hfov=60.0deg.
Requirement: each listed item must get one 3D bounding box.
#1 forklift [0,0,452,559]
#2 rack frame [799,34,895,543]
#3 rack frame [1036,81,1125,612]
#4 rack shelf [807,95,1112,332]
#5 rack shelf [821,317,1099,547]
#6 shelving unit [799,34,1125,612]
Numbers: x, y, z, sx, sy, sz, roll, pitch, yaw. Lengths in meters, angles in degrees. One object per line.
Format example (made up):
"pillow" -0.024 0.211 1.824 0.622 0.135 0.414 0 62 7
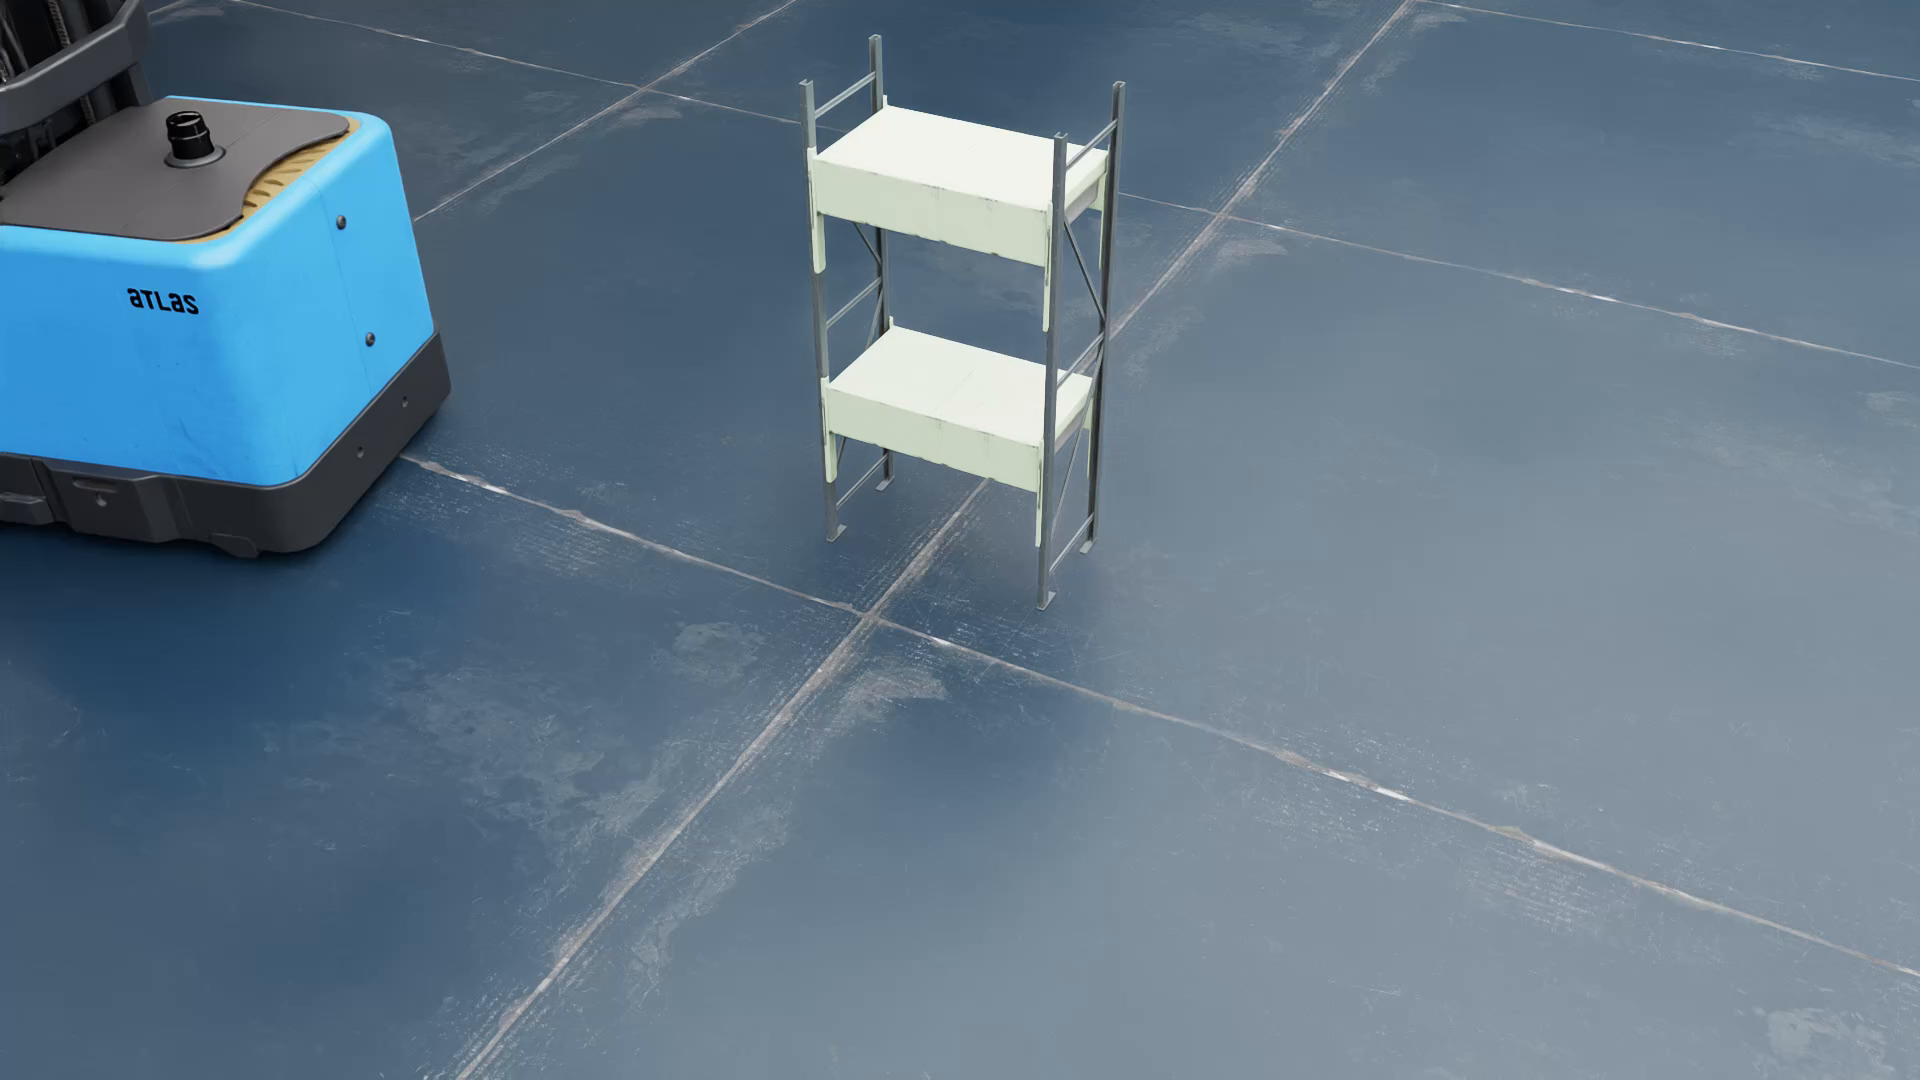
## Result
"forklift" -3.351 -1.561 4.882 3.031 2.935 1.130 7 38 10
"rack frame" -0.319 -0.697 4.928 0.023 1.500 0.400 17 41 21
"rack frame" 0.331 -0.494 4.660 0.023 1.500 0.400 17 41 21
"rack shelf" 0.006 -0.906 4.558 0.720 0.370 0.431 17 41 21
"rack shelf" 0.006 -0.336 4.991 0.720 0.370 0.431 17 41 21
"shelving unit" 0.006 -0.596 4.794 0.755 1.500 0.431 17 41 21
